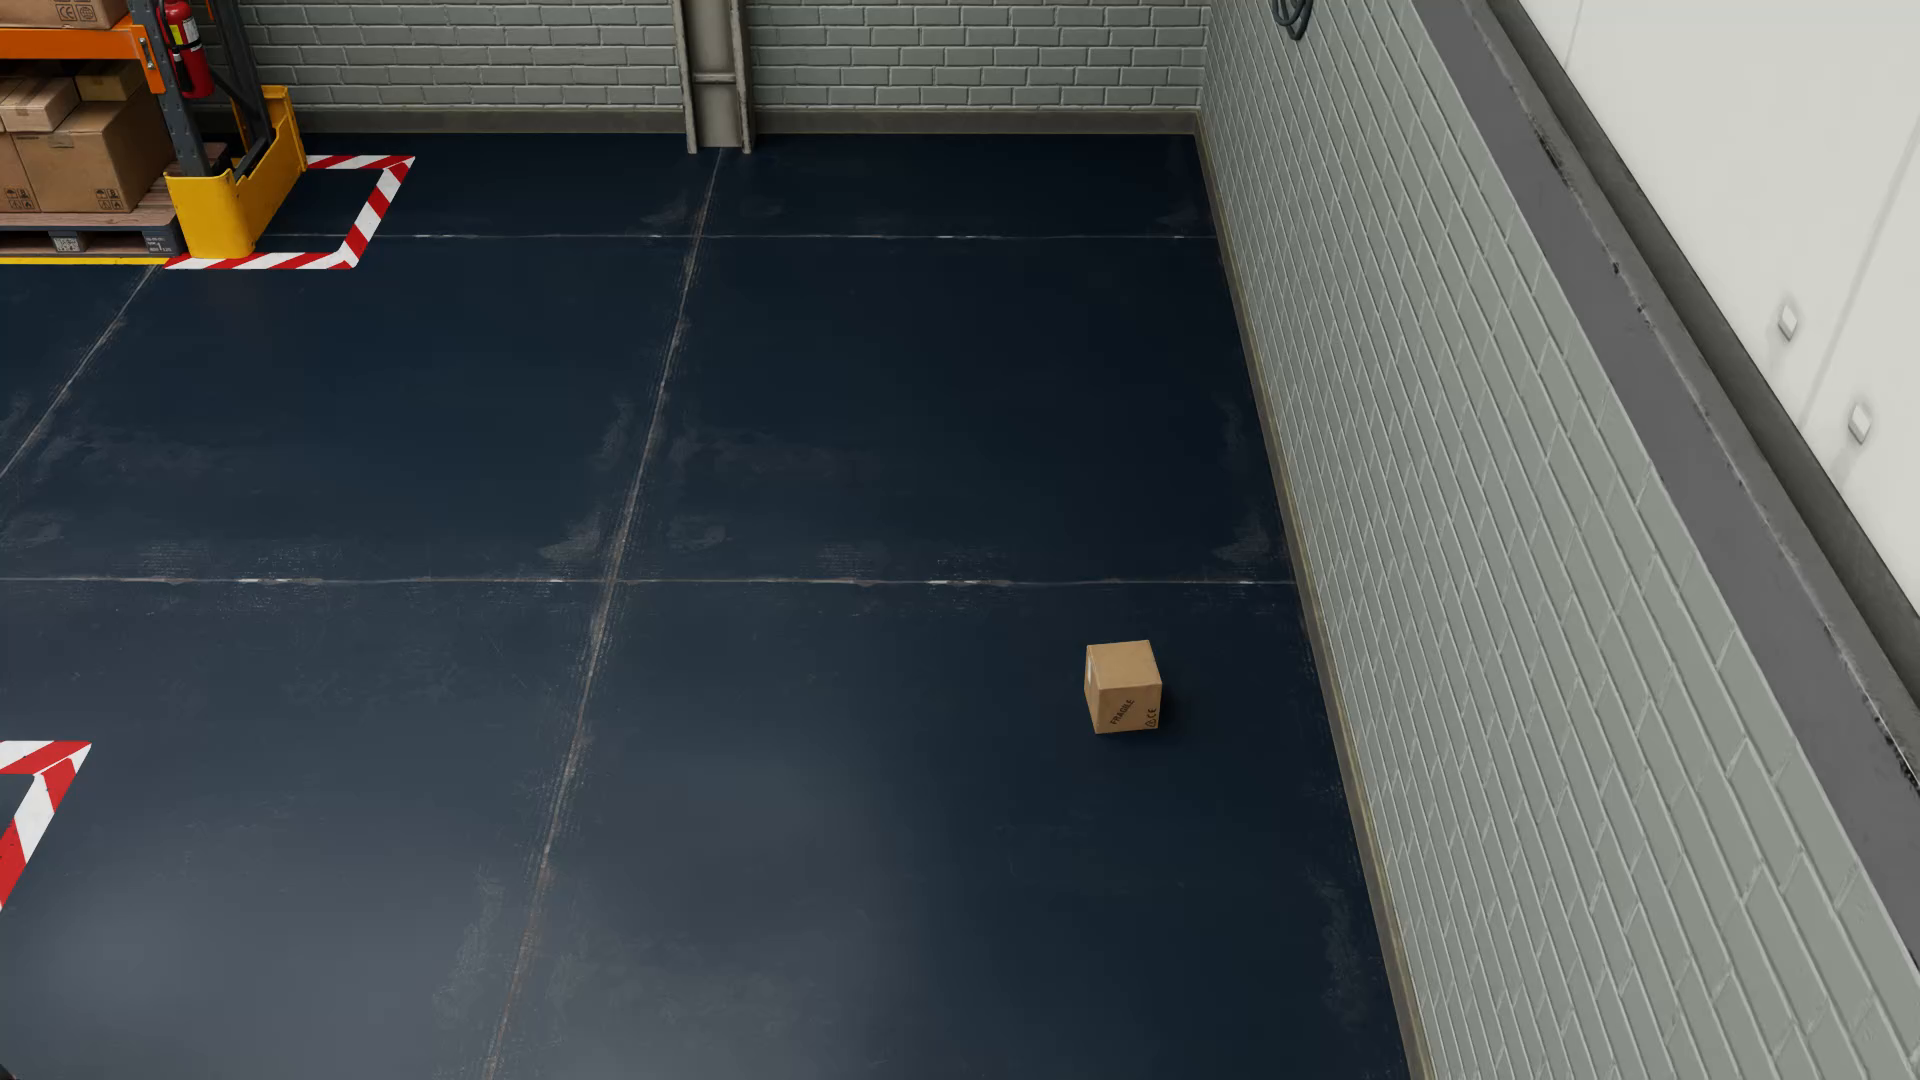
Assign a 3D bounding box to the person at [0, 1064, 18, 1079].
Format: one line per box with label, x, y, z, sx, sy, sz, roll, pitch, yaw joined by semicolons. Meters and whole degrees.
person;-3.250;1.259;4.676;0.619;1.721;0.461;-20;44;-22
